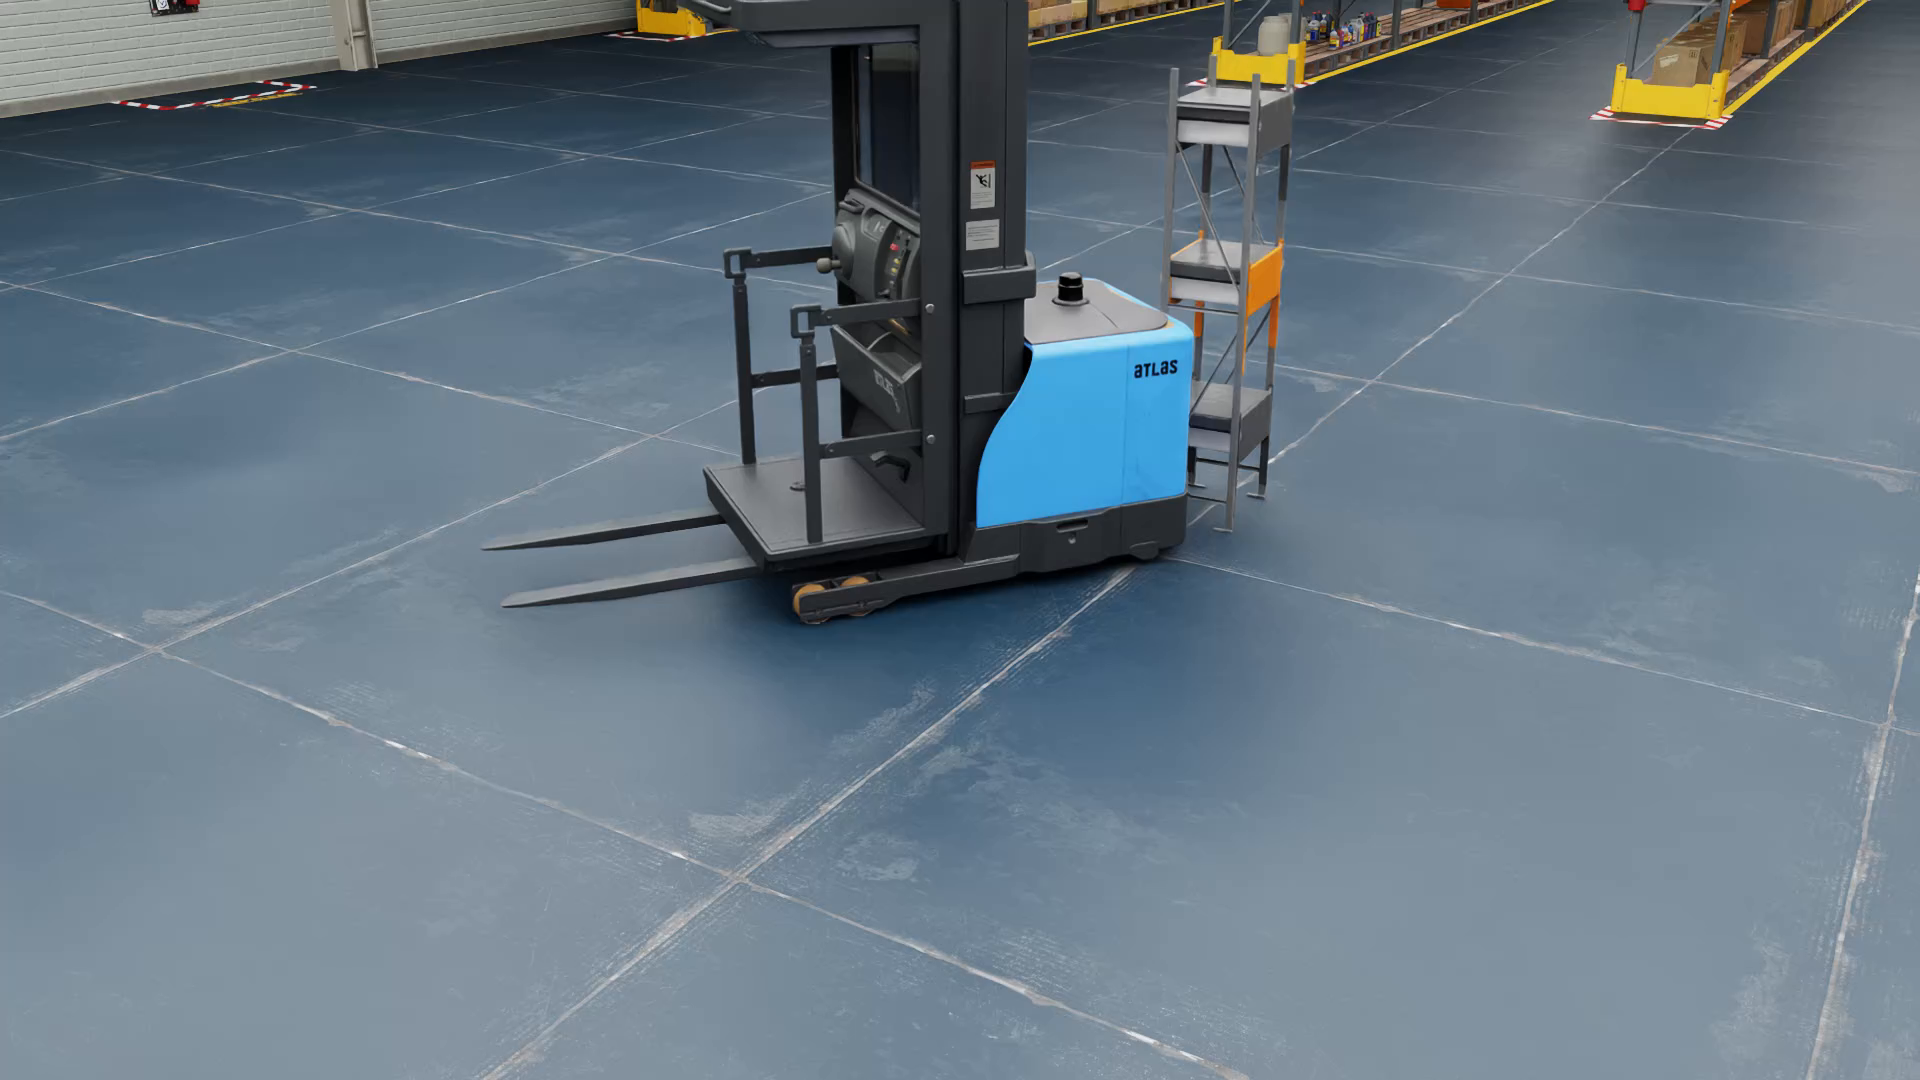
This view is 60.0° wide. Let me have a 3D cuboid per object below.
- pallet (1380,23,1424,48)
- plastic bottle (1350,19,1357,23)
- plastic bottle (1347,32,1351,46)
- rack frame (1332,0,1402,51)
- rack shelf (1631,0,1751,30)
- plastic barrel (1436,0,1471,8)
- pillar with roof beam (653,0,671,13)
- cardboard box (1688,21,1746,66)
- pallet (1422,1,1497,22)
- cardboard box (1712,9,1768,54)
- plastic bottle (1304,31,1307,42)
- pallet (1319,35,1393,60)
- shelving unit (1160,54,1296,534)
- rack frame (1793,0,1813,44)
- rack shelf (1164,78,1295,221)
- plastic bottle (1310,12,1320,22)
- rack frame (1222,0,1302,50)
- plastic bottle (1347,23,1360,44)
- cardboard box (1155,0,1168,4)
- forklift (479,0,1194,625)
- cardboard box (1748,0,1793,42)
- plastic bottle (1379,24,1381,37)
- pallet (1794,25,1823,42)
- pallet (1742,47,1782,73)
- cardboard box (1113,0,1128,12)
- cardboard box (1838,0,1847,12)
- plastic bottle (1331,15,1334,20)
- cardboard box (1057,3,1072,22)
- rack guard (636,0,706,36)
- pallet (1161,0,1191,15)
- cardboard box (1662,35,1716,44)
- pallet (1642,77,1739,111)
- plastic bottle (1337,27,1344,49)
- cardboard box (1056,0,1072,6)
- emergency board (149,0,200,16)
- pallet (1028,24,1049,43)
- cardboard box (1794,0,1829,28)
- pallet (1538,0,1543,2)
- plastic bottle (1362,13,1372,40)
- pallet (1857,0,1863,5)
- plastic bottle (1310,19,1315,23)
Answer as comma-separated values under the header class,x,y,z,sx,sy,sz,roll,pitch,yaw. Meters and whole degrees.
class,x,y,z,sx,sy,sz,roll,pitch,yaw
pallet,6.320,-7.619,25.084,1.003,0.211,1.213,14,27,29
plastic bottle,5.603,-7.258,23.614,0.152,0.276,0.135,14,27,29
plastic bottle,5.335,-6.923,22.934,0.097,0.201,0.097,0,23,0
rack frame,5.938,-8.626,23.899,1.000,3.000,0.127,14,27,29
rack shelf,9.091,-6.582,20.085,1.077,0.370,4.000,14,27,29
plastic barrel,8.292,-9.341,27.755,0.600,0.830,0.708,14,27,29
pillar with roof beam,-1.296,-11.620,23.265,9.100,9.000,0.400,14,27,29
cardboard box,9.606,-6.312,21.172,0.500,0.500,0.500,-18,29,-36
pallet,8.429,-8.971,28.206,1.003,0.211,1.213,14,27,29
cardboard box,10.488,-6.845,22.379,0.700,0.500,0.500,12,26,25
plastic bottle,4.770,-7.011,23.139,0.097,0.201,0.097,0,23,0
pallet,5.549,-7.128,23.950,1.003,0.211,1.213,14,27,29
shelving unit,1.206,-1.117,7.680,0.431,2.100,0.503,11,26,25
rack frame,12.256,-8.938,24.620,1.000,3.000,0.127,14,27,29
rack shelf,1.201,-1.746,7.406,0.431,0.518,0.480,11,26,25
plastic bottle,5.060,-7.363,23.762,0.144,0.351,0.185,13,26,27
rack frame,3.828,-7.276,20.781,1.000,3.000,0.127,14,27,29
plastic bottle,5.483,-7.072,23.185,0.152,0.276,0.135,14,27,30
cardboard box,3.235,-9.373,28.559,0.500,0.250,0.500,15,27,30
forklift,-0.540,-1.229,6.901,3.031,2.935,1.130,-9,25,-20
cardboard box,11.345,-7.379,23.613,0.700,0.500,0.500,16,28,33
plastic bottle,6.012,-7.356,23.934,0.097,0.201,0.097,0,23,0
pallet,12.736,-7.908,25.752,1.003,0.211,1.213,14,27,29
pallet,10.556,-6.571,22.663,1.003,0.211,1.213,14,27,29
cardboard box,2.426,-8.852,27.355,0.500,0.250,0.500,15,27,30
cardboard box,14.046,-9.285,27.569,1.225,0.875,0.875,14,27,29
plastic bottle,5.341,-7.428,23.999,0.061,0.283,0.133,14,27,29
cardboard box,1.401,-8.227,25.910,0.500,0.250,0.500,14,27,29
rack guard,-4.548,-8.230,26.132,1.175,0.500,0.348,14,27,29
pallet,3.375,-9.466,29.349,1.003,0.211,1.213,14,27,29
cardboard box,8.666,-5.699,19.757,0.500,0.500,0.500,-20,31,-39
pallet,8.535,-5.250,19.612,1.003,0.211,1.213,14,27,29
plastic bottle,5.184,-6.850,22.663,0.061,0.283,0.133,14,27,30
cardboard box,1.400,-8.571,25.762,0.500,0.500,0.500,14,27,29
emergency board,-9.455,-6.918,19.955,0.194,1.169,0.643,14,27,29
pallet,0.634,-7.712,25.299,1.003,0.211,1.213,14,27,29
cardboard box,12.638,-8.384,25.487,1.225,0.875,0.875,12,26,27
pallet,10.513,-10.302,31.282,1.003,0.211,1.213,14,27,29
plastic bottle,5.742,-7.269,23.547,0.144,0.351,0.185,12,26,26
pallet,16.121,-10.072,30.750,1.003,0.211,1.213,14,27,29
plastic bottle,5.015,-7.269,23.645,0.097,0.271,0.097,0,23,0
